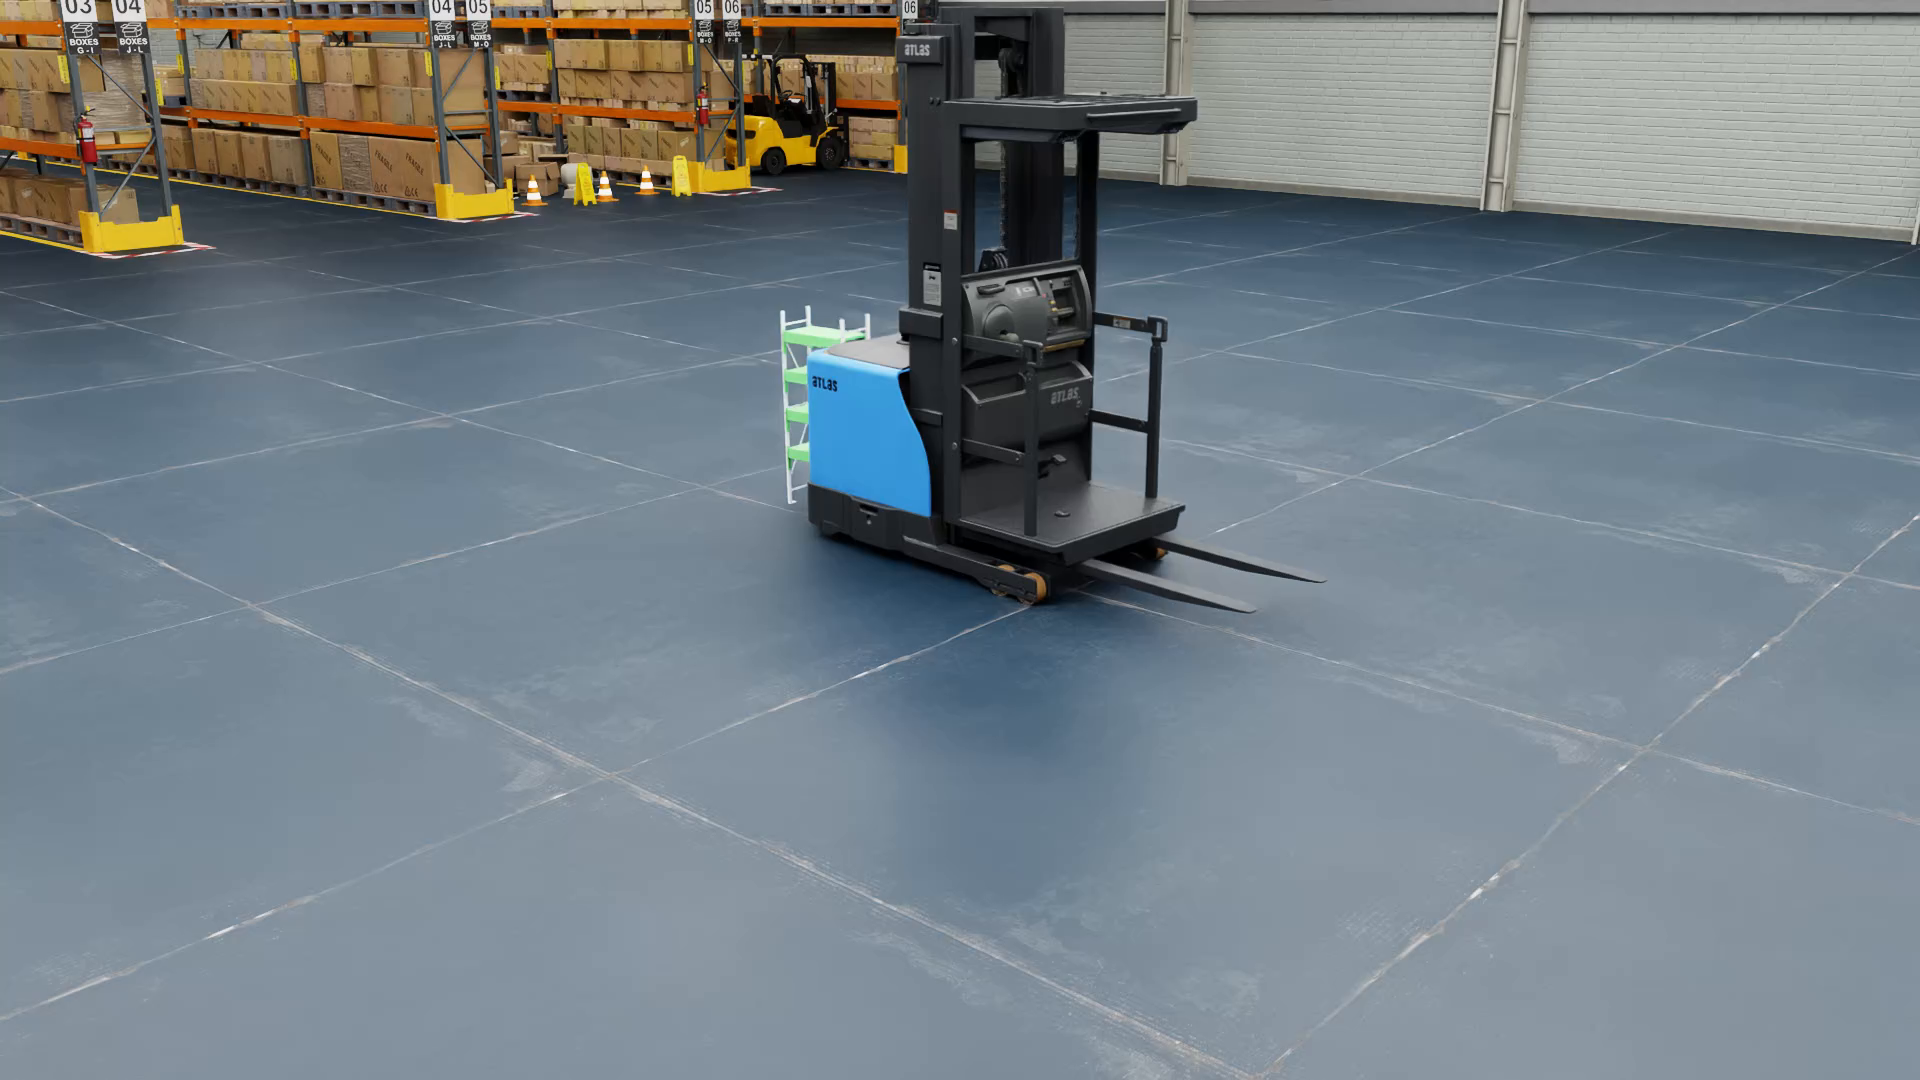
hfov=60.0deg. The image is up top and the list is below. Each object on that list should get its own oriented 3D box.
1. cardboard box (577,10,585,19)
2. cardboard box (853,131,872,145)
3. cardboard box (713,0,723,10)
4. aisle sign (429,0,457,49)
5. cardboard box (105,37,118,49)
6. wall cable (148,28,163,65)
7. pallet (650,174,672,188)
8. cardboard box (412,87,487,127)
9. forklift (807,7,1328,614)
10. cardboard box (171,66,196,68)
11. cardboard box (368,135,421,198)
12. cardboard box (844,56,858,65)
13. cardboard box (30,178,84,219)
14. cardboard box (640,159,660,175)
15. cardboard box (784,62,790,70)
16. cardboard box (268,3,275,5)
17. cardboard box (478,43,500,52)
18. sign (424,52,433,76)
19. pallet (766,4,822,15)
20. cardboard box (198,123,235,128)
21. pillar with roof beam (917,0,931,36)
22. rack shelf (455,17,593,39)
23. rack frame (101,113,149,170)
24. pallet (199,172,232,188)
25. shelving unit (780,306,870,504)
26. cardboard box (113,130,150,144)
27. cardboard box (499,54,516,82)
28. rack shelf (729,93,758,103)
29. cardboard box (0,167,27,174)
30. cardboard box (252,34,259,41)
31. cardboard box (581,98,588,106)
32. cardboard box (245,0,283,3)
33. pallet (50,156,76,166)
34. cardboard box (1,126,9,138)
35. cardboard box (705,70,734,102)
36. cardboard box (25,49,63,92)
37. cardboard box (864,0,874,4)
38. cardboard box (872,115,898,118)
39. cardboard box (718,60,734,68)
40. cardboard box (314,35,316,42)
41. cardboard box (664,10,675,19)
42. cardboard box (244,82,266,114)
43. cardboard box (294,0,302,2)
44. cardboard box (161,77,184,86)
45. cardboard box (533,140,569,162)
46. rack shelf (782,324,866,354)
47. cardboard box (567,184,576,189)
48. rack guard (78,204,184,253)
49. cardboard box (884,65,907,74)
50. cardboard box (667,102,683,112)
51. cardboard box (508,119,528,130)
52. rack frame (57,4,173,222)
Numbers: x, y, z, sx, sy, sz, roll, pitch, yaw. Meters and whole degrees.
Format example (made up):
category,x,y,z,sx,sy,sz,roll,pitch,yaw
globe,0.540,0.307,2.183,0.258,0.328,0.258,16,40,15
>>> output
category,x,y,z,sx,sy,sz,roll,pitch,yaw
cardboard box,-6.583,-9.364,29.615,0.250,0.149,0.380,15,23,39
cardboard box,-1.727,-7.841,32.384,0.500,0.250,0.500,15,23,39
cardboard box,-4.278,-9.120,28.188,0.500,0.250,0.500,15,23,38
aisle sign,-7.435,-7.476,23.911,0.004,0.787,0.394,15,23,39
cardboard box,-16.440,-9.540,32.403,0.500,0.500,0.500,16,23,41
wall cable,-20.279,-12.298,41.671,0.123,1.953,0.585,15,23,39
pallet,-4.720,-6.316,29.165,1.213,0.211,1.003,15,23,39
cardboard box,-7.597,-6.454,24.743,0.550,0.550,0.875,15,23,39
forklift,0.516,-1.238,8.666,3.031,2.935,1.130,17,24,42
cardboard box,-14.274,-8.636,30.604,0.250,0.149,0.380,16,24,42
cardboard box,-8.500,-5.804,25.758,0.875,0.875,0.875,15,23,38
cardboard box,-2.019,-9.288,32.191,0.250,0.149,0.380,16,23,41
cardboard box,-12.426,-4.719,22.961,0.500,0.500,0.500,13,22,34
cardboard box,-5.244,-6.556,29.161,0.500,0.250,0.500,15,23,39
cardboard box,-3.307,-9.521,33.417,0.250,0.149,0.380,15,23,39
cardboard box,-14.960,-11.995,36.777,0.500,0.311,0.500,16,23,40
cardboard box,-11.471,-11.770,40.256,0.500,0.500,0.500,16,23,41
sign,-7.660,-6.863,23.974,0.005,0.325,0.100,15,23,39
pallet,-3.124,-10.608,33.266,1.213,0.211,1.003,15,23,39
cardboard box,-13.628,-7.484,30.434,0.500,0.250,0.500,14,22,37
pillar with roof beam,-3.567,-10.812,28.803,0.400,9.000,9.100,15,23,39
rack shelf,-8.567,-9.750,31.607,4.000,0.370,1.077,15,23,39
rack frame,-16.264,-8.728,32.155,0.127,3.000,1.000,15,23,39
pallet,-12.733,-6.421,29.494,1.213,0.211,1.003,15,23,39
shelving unit,-0.802,-0.781,10.082,0.503,1.200,0.258,13,22,37
cardboard box,-10.712,-5.208,21.479,0.250,0.149,0.380,15,23,39
cardboard box,-8.322,-8.897,31.335,0.500,0.500,0.500,16,24,41
rack shelf,-5.275,-9.445,35.602,4.000,0.370,1.077,15,23,39
cardboard box,-14.094,-5.166,24.337,0.500,0.500,0.700,13,22,35
cardboard box,-15.603,-11.256,37.231,0.250,0.149,0.380,16,24,41
cardboard box,-6.606,-7.921,30.027,0.250,0.149,0.380,15,23,39
cardboard box,-11.350,-8.926,27.208,0.500,0.250,0.500,15,23,39
pallet,-17.707,-7.771,33.748,1.213,0.211,1.003,15,23,39
cardboard box,-12.736,-5.544,22.536,0.250,0.149,0.380,15,23,39
cardboard box,-4.249,-7.806,28.593,0.500,0.500,0.500,15,23,38
cardboard box,-11.610,-6.036,21.364,0.500,0.500,0.500,15,23,39
cardboard box,-1.608,-10.238,31.510,0.250,0.149,0.380,14,22,38
cardboard box,-1.397,-8.188,32.650,0.500,0.250,0.500,15,23,39
cardboard box,-4.820,-9.893,34.587,0.250,0.149,0.380,14,22,38
cardboard box,-13.621,-10.769,35.695,0.250,0.149,0.380,16,23,41
cardboard box,-4.739,-8.820,27.900,0.250,0.149,0.380,15,23,40
cardboard box,-11.604,-7.417,27.857,0.500,0.500,0.500,15,23,40
cardboard box,-10.234,-8.530,26.127,0.250,0.149,0.380,15,23,38
cardboard box,-13.944,-8.143,29.542,0.250,0.149,0.380,16,23,40
cardboard box,-7.465,-7.314,31.350,0.625,0.372,0.950,15,23,40
rack shelf,-0.806,-1.179,9.958,0.480,0.148,0.258,13,22,37
cardboard box,-6.400,-5.906,27.976,0.380,0.149,0.250,-6,18,-18
rack guard,-10.714,-4.041,21.517,0.348,0.500,1.175,15,23,39
cardboard box,-1.232,-8.946,31.603,0.250,0.149,0.380,15,23,40
cardboard box,-4.764,-7.392,28.359,0.250,0.149,0.380,15,23,39
cardboard box,-10.641,-10.006,40.008,0.258,0.266,0.396,16,24,41
rack frame,-10.657,-5.217,21.091,0.127,3.000,1.000,15,23,39
